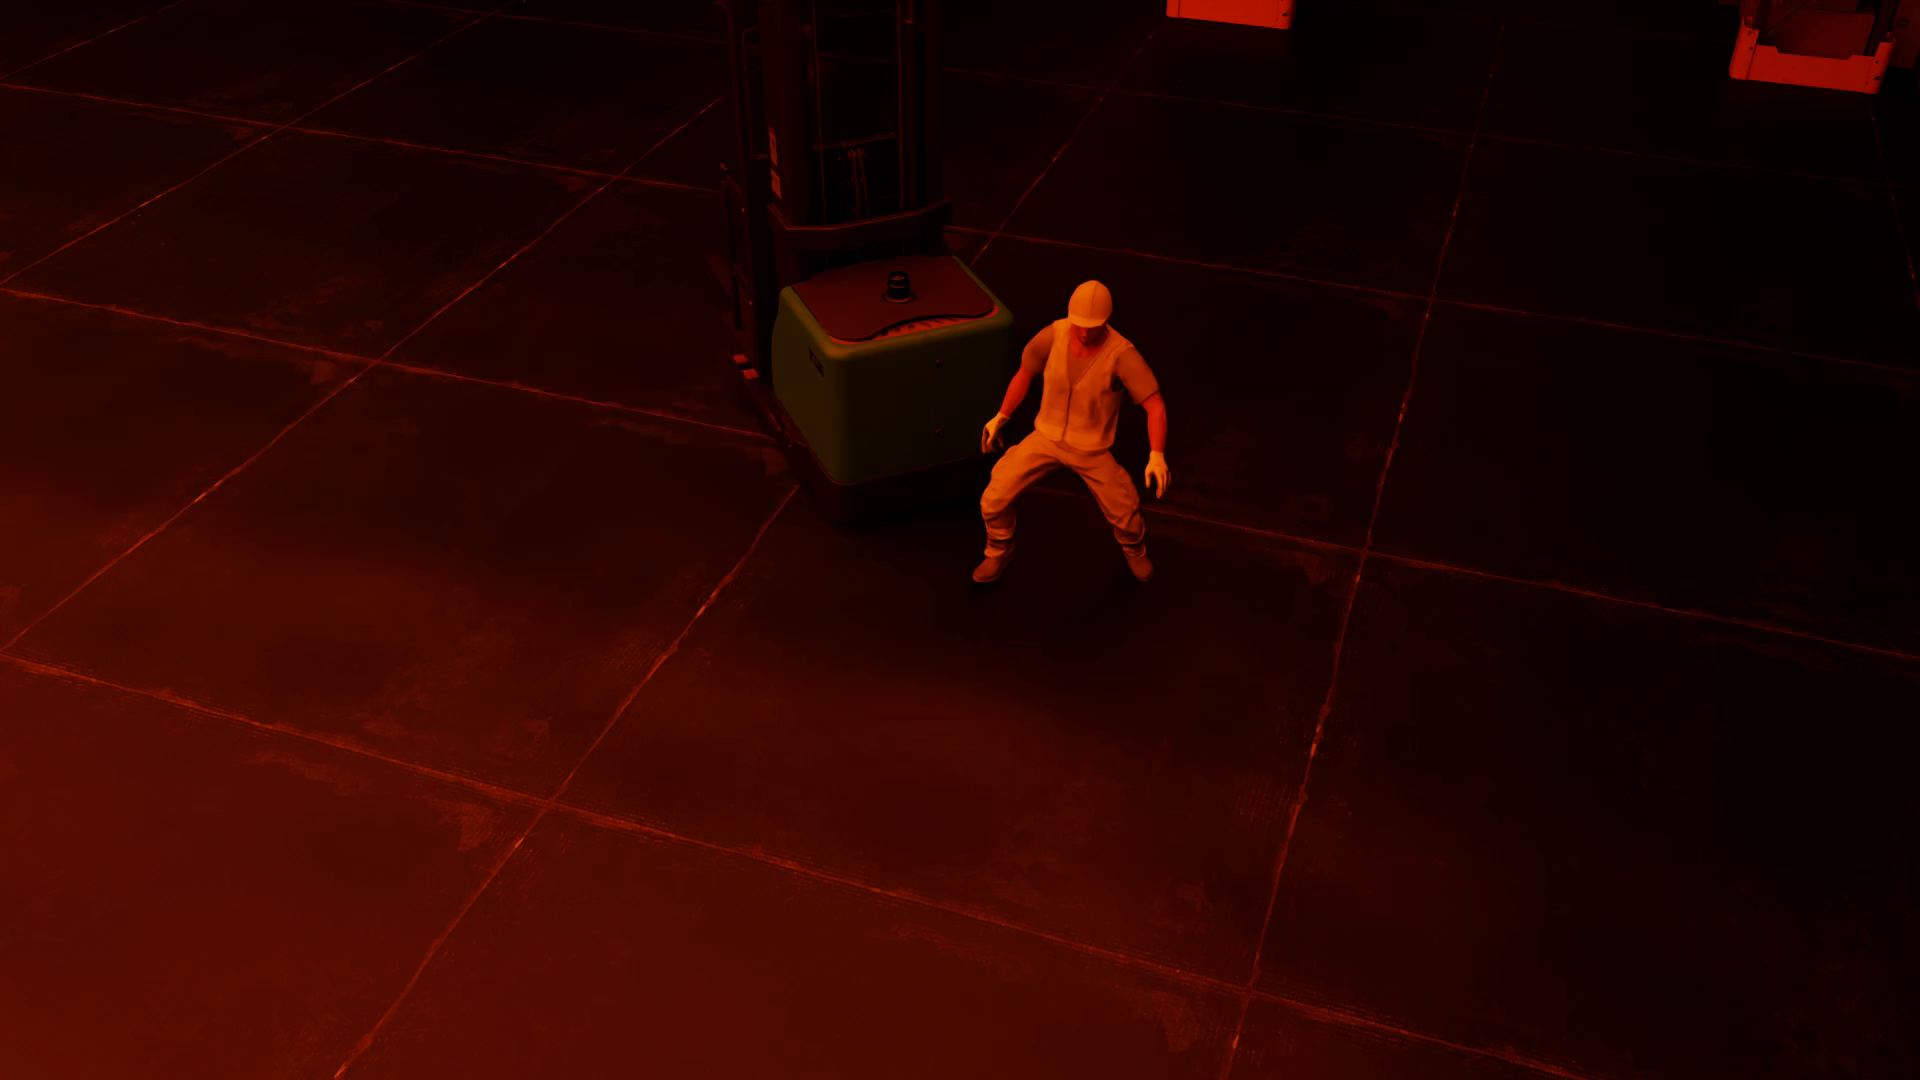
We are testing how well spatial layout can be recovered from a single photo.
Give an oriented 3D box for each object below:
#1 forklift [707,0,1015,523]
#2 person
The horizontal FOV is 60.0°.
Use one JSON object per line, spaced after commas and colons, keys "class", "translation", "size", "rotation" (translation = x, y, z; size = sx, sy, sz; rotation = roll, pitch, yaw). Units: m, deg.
{"class": "forklift", "translation": [-0.748, -2.130, 9.115], "size": [1.130, 2.935, 3.031], "rotation": [-14, 38, -19]}
{"class": "person", "translation": [0.590, -0.473, 7.919], "size": [0.979, 1.647, 0.711], "rotation": [15, 38, 20]}
